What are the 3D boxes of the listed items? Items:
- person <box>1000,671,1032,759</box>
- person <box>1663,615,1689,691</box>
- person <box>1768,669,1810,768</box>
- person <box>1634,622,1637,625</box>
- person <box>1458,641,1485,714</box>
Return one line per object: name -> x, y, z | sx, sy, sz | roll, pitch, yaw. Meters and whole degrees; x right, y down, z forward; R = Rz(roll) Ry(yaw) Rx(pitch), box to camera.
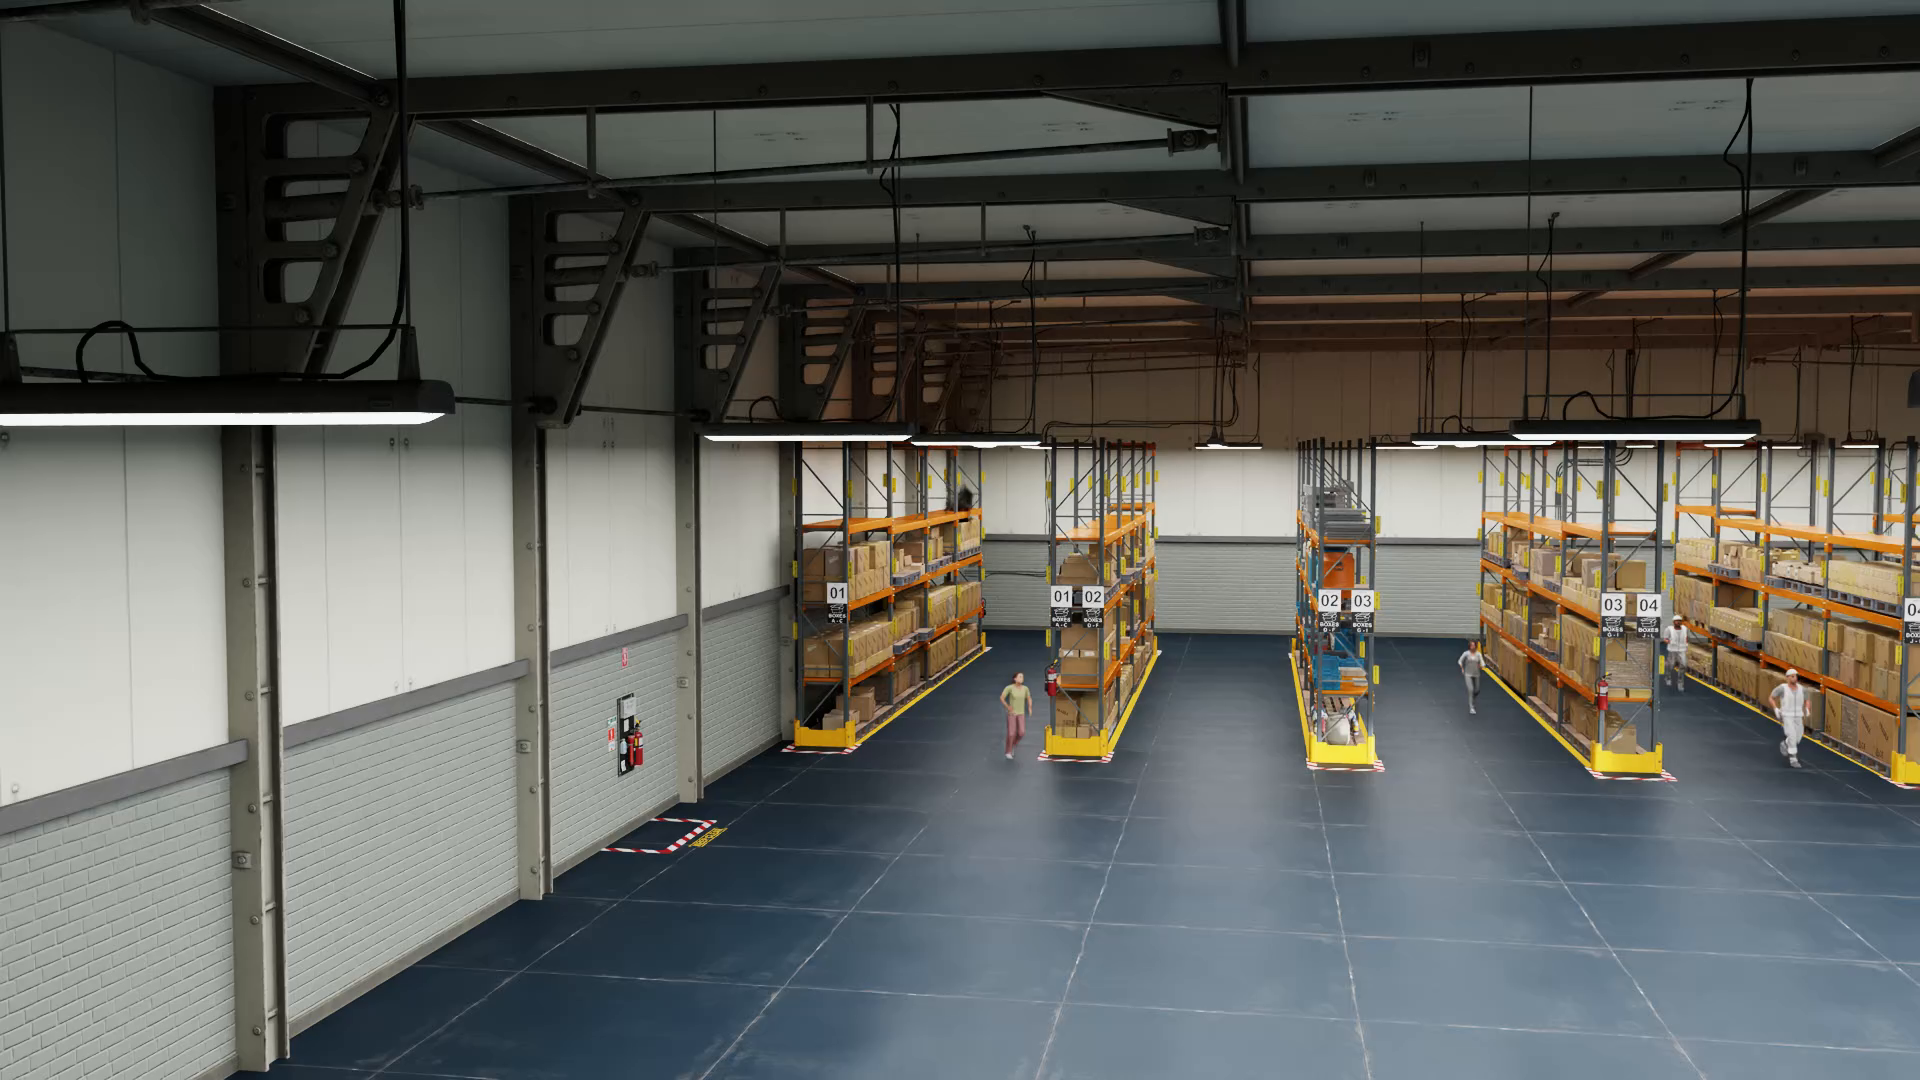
person -> 1.077, 3.268, 31.072 | 0.650, 1.630, 0.501 | -1, 3, -17
person -> 17.283, 2.719, 40.136 | 0.624, 1.837, 0.822 | 1, 3, 12
person -> 15.155, 3.227, 30.358 | 0.687, 1.763, 0.881 | 0, 3, 0
person -> 18.598, 2.460, 45.431 | 0.543, 1.709, 0.715 | -2, 3, -27
person -> 11.255, 2.994, 36.567 | 0.547, 1.570, 0.822 | 0, 3, 6
